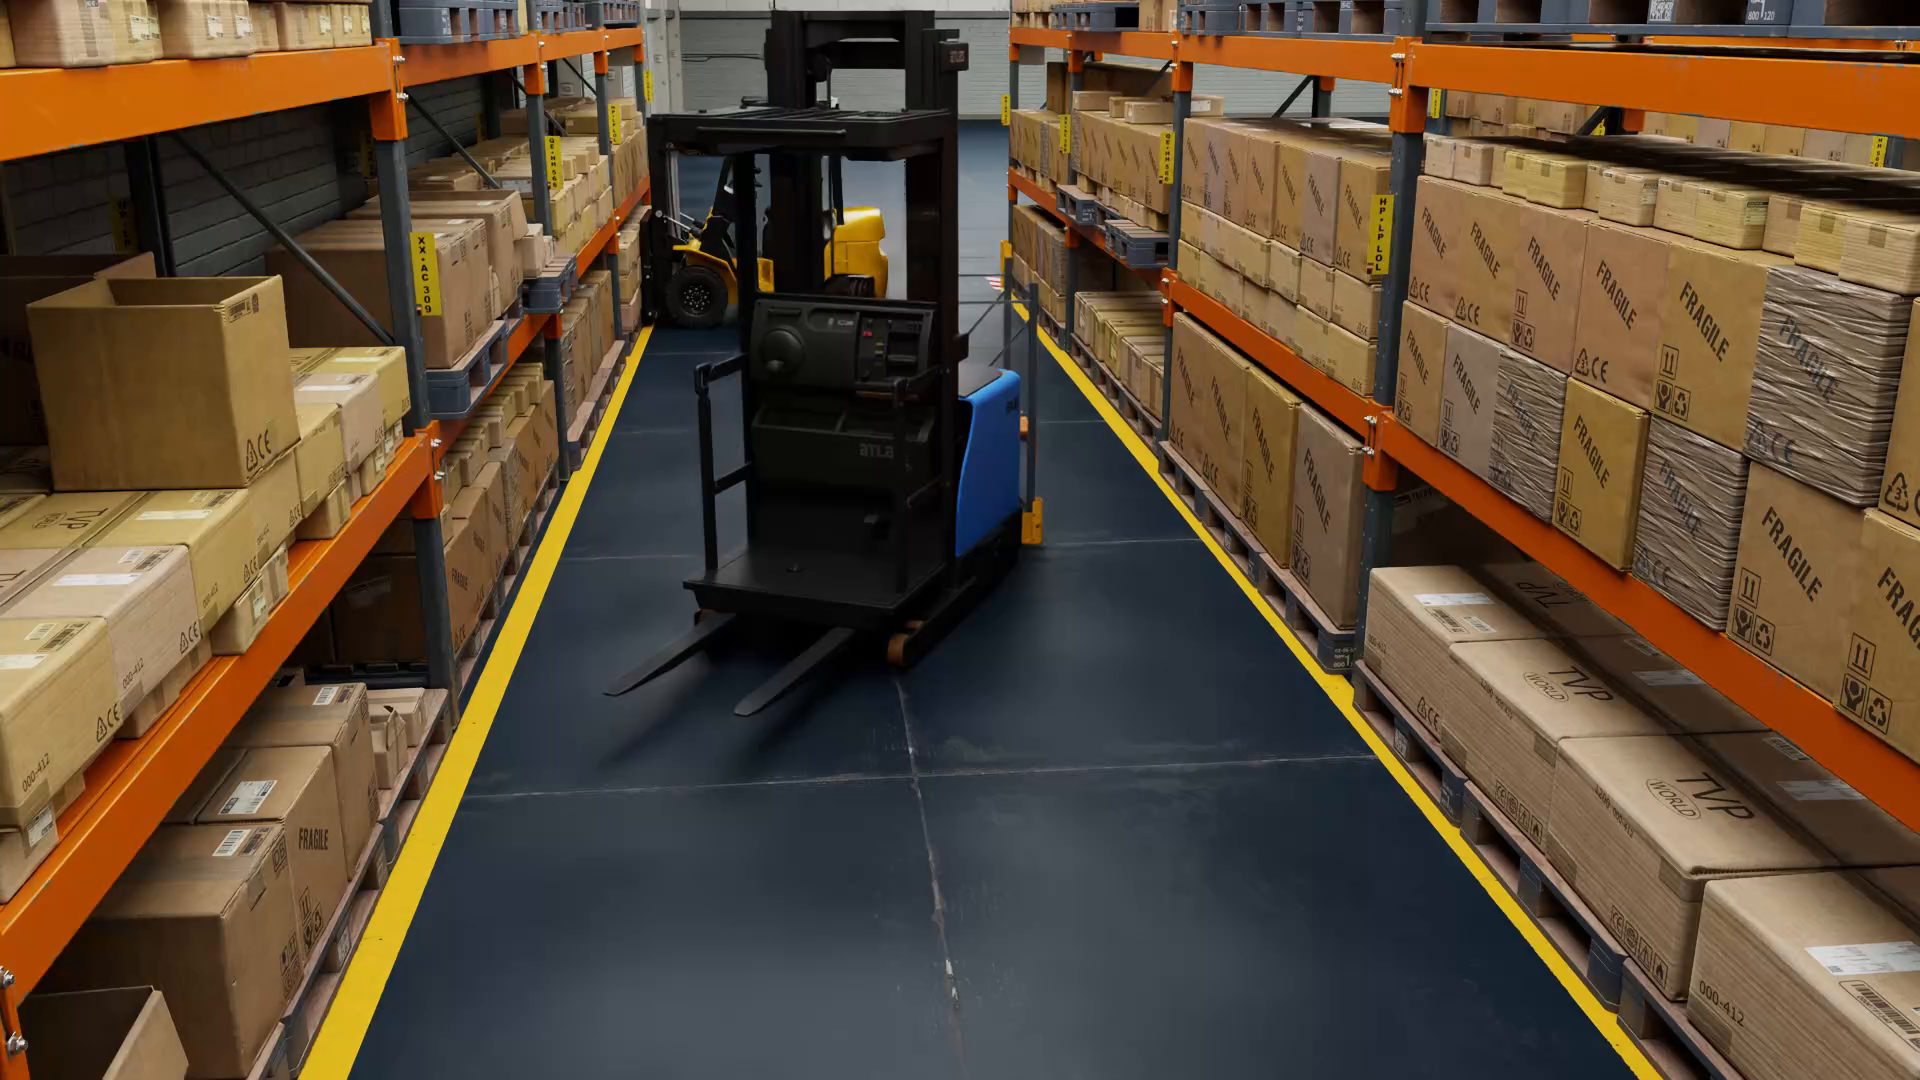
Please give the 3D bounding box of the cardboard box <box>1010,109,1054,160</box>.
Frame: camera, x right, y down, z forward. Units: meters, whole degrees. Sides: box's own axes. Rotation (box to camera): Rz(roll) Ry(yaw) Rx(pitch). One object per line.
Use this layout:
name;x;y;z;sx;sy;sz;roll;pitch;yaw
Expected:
cardboard box;0.821;-4.386;17.977;0.500;0.500;0.500;-2;18;-6

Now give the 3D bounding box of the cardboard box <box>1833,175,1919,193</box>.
cardboard box;2.819;-0.991;4.908;0.380;0.149;0.250;-2;18;-7

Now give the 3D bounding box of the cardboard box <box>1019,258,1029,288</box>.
cardboard box;0.901;-2.834;17.585;0.500;0.250;0.500;-1;17;-4

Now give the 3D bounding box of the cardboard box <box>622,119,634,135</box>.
cardboard box;-3.418;-4.073;16.393;0.380;0.149;0.250;-2;18;-5

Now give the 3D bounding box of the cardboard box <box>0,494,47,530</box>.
cardboard box;-2.648;0.074;4.186;0.500;0.250;0.500;-1;17;-4

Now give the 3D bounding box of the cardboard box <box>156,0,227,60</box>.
cardboard box;-2.102;-1.298;4.216;0.380;0.149;0.250;-2;18;-6

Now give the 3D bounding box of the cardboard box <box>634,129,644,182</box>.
cardboard box;-3.533;-3.946;17.072;0.500;0.500;0.500;-1;17;-4

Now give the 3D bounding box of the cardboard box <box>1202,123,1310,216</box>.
cardboard box;1.741;-2.186;9.795;0.500;0.500;0.500;-2;18;-5

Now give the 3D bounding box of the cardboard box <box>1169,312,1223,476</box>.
cardboard box;1.862;-0.941;10.513;0.875;0.875;0.875;-2;18;-6

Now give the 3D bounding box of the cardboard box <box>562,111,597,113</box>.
cardboard box;-3.366;-3.754;14.881;0.380;0.149;0.250;-2;18;-7

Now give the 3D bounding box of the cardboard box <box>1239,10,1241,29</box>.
cardboard box;1.632;-3.362;10.788;0.380;0.149;0.250;-2;18;-6

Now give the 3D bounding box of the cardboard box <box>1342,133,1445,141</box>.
cardboard box;2.337;-1.890;8.853;0.500;0.500;0.500;-2;18;-7

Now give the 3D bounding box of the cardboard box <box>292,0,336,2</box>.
cardboard box;-2.288;-1.828;5.237;0.500;0.250;0.500;-2;18;-8

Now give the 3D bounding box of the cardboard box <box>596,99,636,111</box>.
cardboard box;-3.532;-4.441;17.069;0.380;0.149;0.250;-1;17;-4

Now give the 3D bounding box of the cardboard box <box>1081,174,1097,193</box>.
cardboard box;1.220;-2.986;13.899;0.380;0.149;0.250;-1;17;-5

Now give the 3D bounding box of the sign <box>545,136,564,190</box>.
sign;-2.525;-2.343;10.330;0.100;0.325;0.005;-2;18;-6

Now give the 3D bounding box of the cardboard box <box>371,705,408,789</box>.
cardboard box;-2.265;0.751;6.142;0.396;0.266;0.258;-1;17;-4

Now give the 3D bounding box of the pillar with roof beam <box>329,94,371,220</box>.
pillar with roof beam;0.187;-5.164;11.103;9.100;9.000;0.400;-2;18;-6

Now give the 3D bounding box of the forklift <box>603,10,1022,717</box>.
forklift;-0.644;-0.939;7.774;1.130;2.935;3.031;6;19;19

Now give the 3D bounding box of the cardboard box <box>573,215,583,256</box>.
cardboard box;-2.974;-2.180;11.863;0.500;0.250;0.500;-2;18;-7

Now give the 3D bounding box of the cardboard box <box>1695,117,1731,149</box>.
cardboard box;6.538;-3.411;13.698;0.700;0.500;0.500;-2;18;-5

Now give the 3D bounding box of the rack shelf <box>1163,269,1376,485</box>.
rack shelf;2.079;-1.024;9.131;1.077;0.370;4.000;-2;18;-6

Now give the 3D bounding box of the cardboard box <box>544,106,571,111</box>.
cardboard box;-3.905;-4.044;15.804;0.380;0.149;0.250;-1;17;-4

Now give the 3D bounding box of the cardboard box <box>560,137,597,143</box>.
cardboard box;-3.220;-3.262;13.811;0.380;0.149;0.250;-1;17;-4

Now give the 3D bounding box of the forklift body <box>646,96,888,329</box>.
forklift body;-1.879;-3.278;16.529;2.313;2.155;1.214;-2;18;-6

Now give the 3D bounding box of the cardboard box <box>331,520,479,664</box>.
cardboard box;-2.477;0.224;7.426;0.500;0.500;0.500;-1;17;-3

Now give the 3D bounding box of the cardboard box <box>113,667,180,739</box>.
cardboard box;-2.099;0.360;3.943;0.380;0.149;0.250;-1;17;-4

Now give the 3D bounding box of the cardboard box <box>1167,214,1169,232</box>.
cardboard box;1.605;-2.134;11.184;0.380;0.149;0.250;-1;17;-4

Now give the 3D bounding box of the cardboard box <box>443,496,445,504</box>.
cardboard box;-2.529;-0.129;7.470;0.380;0.149;0.250;-2;18;-7

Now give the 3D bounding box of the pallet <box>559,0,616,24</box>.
pallet;-3.590;-4.642;14.596;1.003;0.211;1.213;-2;18;-6

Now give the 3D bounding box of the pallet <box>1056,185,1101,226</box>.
pallet;1.395;-2.831;14.007;1.003;0.211;1.213;-2;18;-6

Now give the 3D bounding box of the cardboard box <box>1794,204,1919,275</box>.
cardboard box;2.316;-0.740;4.107;0.380;0.149;0.250;-1;17;-4

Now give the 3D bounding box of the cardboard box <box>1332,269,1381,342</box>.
cardboard box;1.998;-1.062;7.468;0.500;0.250;0.500;-2;18;-6

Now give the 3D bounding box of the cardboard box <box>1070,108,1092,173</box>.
cardboard box;1.224;-3.396;14.122;0.500;0.500;0.500;-1;17;-4

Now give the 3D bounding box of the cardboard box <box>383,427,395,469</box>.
cardboard box;-2.319;-0.333;6.149;0.380;0.149;0.250;-1;17;-4

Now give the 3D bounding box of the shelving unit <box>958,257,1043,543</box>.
shelving unit;0.125;-0.850;9.881;0.587;1.500;1.083;-2;18;-6

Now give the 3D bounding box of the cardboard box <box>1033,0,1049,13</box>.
cardboard box;0.988;-5.233;16.084;0.500;0.250;0.500;-1;17;-4

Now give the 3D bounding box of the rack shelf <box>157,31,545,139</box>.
rack shelf;-2.858;-2.300;8.190;1.077;0.370;4.000;-2;18;-6

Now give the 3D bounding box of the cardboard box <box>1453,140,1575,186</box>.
cardboard box;2.102;-1.427;6.297;0.380;0.149;0.250;-2;17;-5

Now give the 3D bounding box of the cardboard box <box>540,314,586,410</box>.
cardboard box;-3.190;-1.257;11.935;0.875;0.625;0.625;-1;17;-4

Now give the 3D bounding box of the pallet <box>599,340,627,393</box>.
pallet;-3.362;-1.452;13.948;1.003;0.211;1.213;-2;18;-6

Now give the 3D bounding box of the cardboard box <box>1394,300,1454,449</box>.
cardboard box;2.074;-0.671;6.640;0.500;0.500;0.500;-1;17;-4

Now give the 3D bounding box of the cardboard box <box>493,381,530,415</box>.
cardboard box;-2.719;-0.826;9.690;0.380;0.149;0.250;-2;18;-7

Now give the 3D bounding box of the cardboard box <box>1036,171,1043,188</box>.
cardboard box;0.957;-3.576;16.480;0.380;0.149;0.250;-2;18;-5

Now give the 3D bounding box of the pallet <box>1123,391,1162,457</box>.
pallet;1.794;-0.865;12.081;1.003;0.211;1.213;-2;18;-6

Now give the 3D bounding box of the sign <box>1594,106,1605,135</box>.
sign;5.822;-3.771;15.103;0.100;0.325;0.005;-2;18;-6

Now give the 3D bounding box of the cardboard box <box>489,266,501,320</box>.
cardboard box;-2.413;-1.179;7.947;0.396;0.266;0.258;-1;17;-3

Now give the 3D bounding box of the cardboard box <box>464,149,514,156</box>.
cardboard box;-3.575;-2.865;12.544;0.380;0.149;0.250;-2;18;-6

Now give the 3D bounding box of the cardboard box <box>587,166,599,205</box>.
cardboard box;-3.064;-2.723;12.759;0.500;0.250;0.500;-1;17;-5

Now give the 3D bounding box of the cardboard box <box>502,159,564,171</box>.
cardboard box;-2.980;-2.576;11.626;0.380;0.149;0.250;-2;17;-5

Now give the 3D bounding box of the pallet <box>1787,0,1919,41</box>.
pallet;2.611;-1.189;3.597;1.003;0.211;1.213;-2;18;-6

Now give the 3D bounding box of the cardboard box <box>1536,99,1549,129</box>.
cardboard box;6.278;-4.361;16.506;0.875;0.550;0.550;-2;18;-6

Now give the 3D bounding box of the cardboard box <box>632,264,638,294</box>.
cardboard box;-3.273;-2.431;15.467;0.500;0.250;0.500;-2;18;-6
